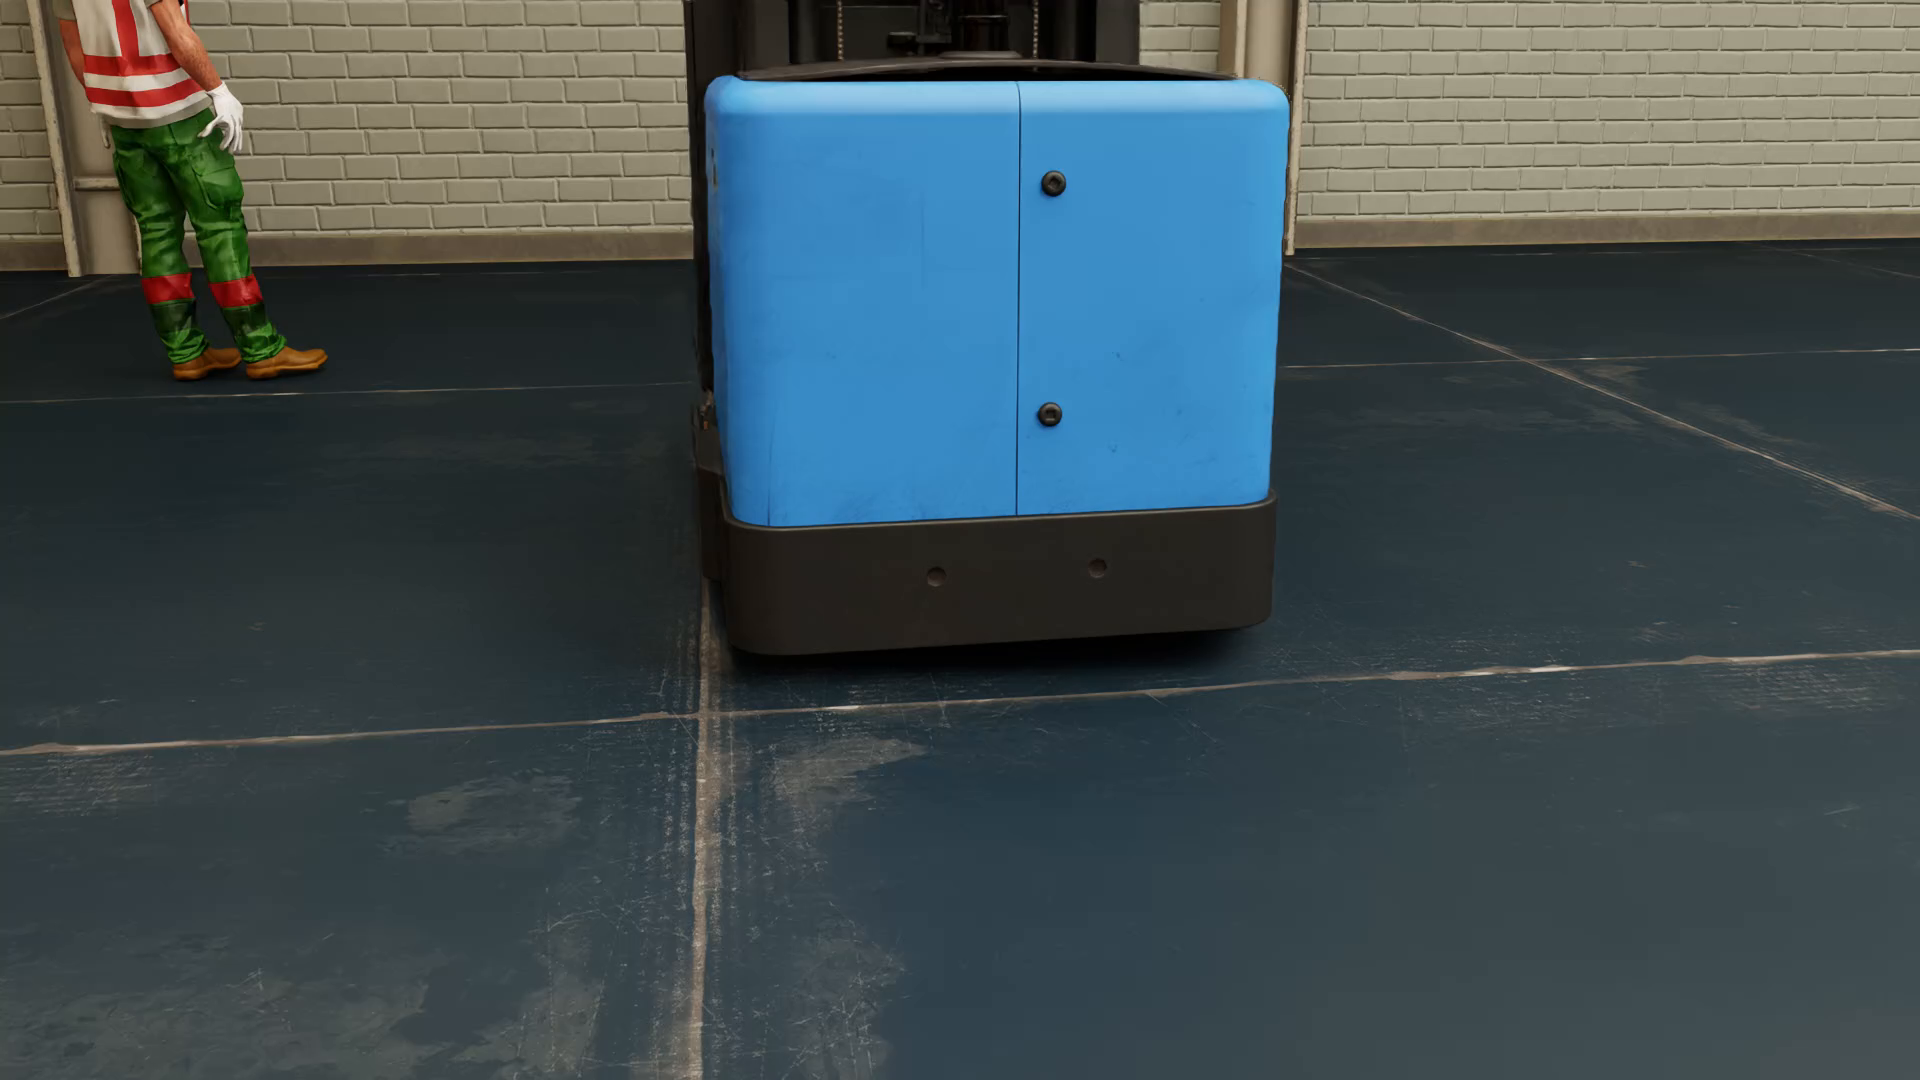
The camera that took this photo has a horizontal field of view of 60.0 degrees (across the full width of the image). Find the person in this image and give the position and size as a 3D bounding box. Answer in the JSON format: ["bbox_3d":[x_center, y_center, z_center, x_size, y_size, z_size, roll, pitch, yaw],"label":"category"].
[{"bbox_3d":[-2.651,-1.447,5.641,0.638,1.786,0.566,8,19,25],"label":"person"}]

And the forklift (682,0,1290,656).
[{"bbox_3d":[-0.153,-1.575,4.113,1.130,2.935,3.031,-3,17,-9],"label":"forklift"}]
